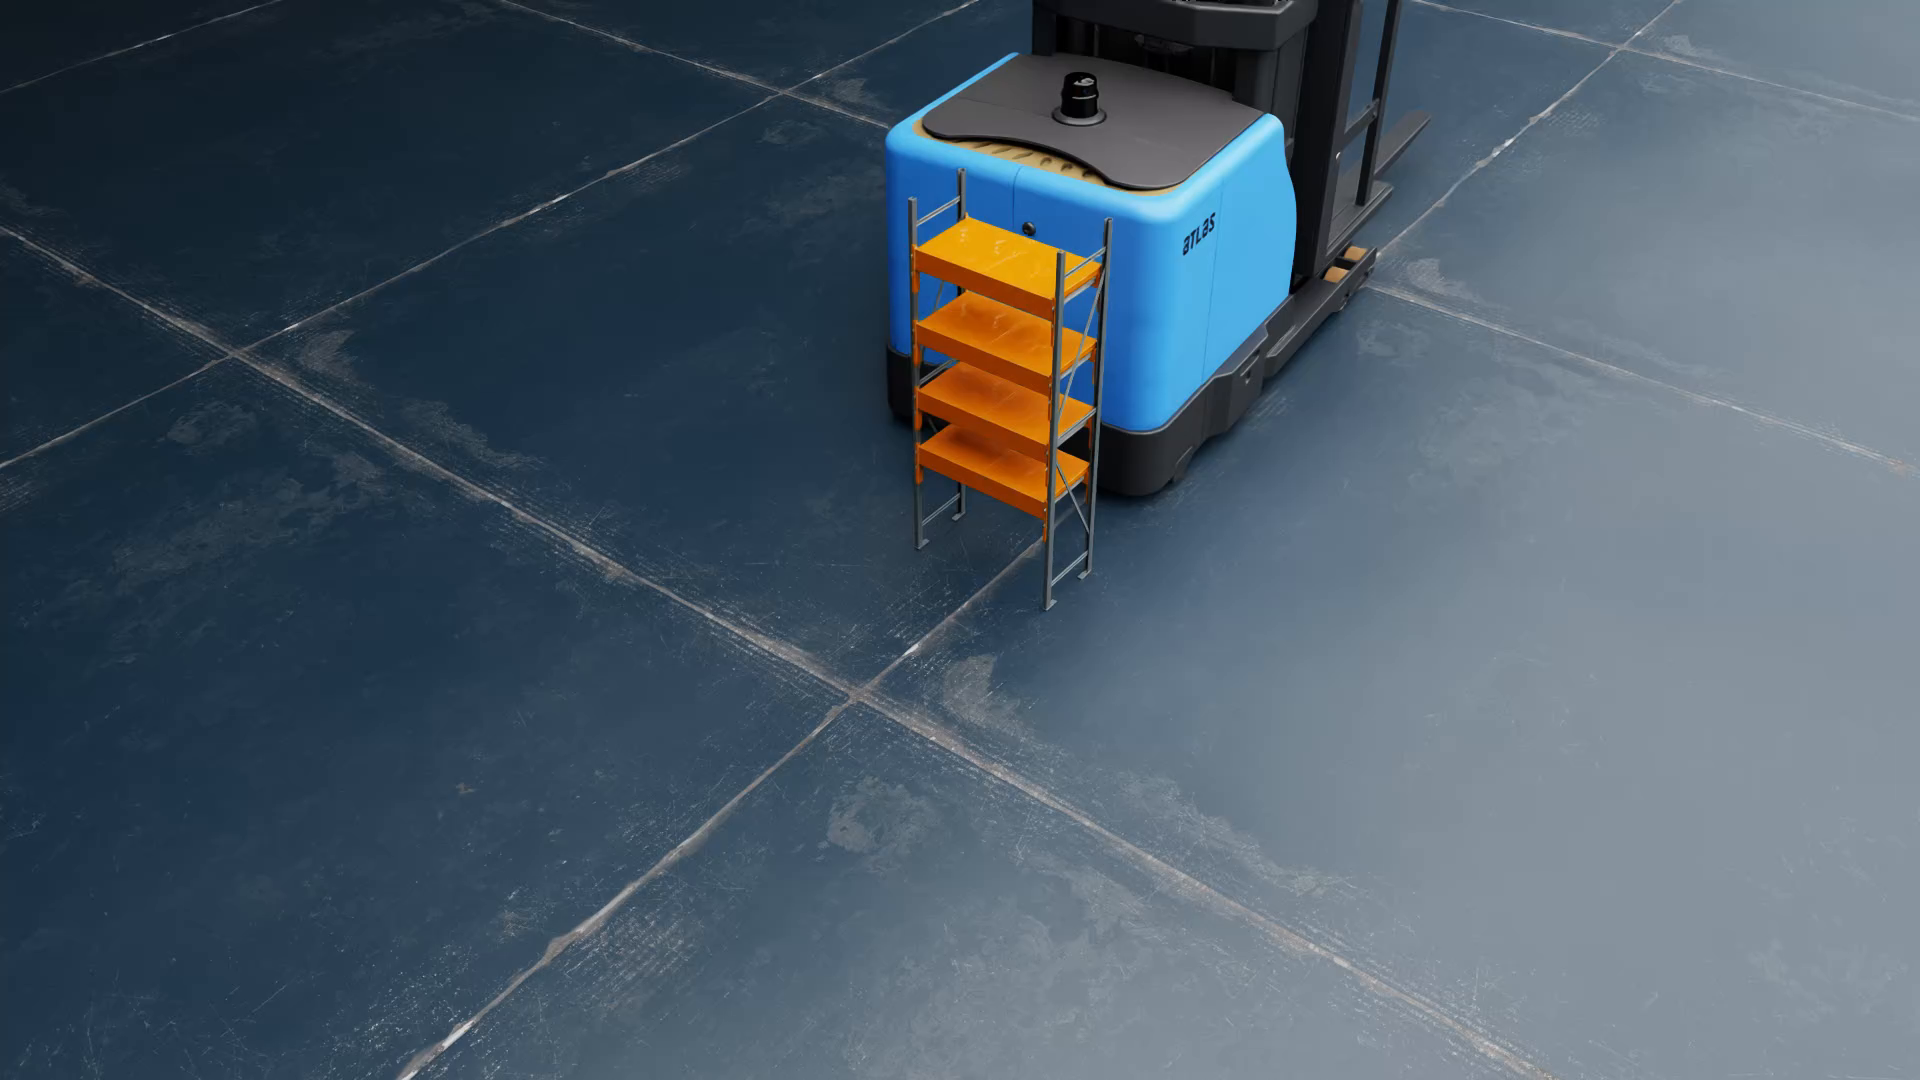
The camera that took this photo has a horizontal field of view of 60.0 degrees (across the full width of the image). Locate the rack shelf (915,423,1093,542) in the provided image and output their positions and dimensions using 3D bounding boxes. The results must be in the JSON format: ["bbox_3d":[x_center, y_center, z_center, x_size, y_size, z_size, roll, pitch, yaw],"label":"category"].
[{"bbox_3d":[0.131,-0.201,4.965,0.480,0.148,0.258,25,45,29],"label":"rack shelf"}]

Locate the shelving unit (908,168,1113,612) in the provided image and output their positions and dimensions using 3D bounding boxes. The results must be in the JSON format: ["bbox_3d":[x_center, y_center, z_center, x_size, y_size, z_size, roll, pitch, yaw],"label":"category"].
[{"bbox_3d":[0.131,-0.410,4.801,0.503,1.200,0.258,25,45,29],"label":"shelving unit"}]

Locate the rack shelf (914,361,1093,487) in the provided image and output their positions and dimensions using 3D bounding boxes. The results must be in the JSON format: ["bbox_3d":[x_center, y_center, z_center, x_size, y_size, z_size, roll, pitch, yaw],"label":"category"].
[{"bbox_3d":[0.131,-0.357,4.842,0.480,0.148,0.258,25,45,29],"label":"rack shelf"}]

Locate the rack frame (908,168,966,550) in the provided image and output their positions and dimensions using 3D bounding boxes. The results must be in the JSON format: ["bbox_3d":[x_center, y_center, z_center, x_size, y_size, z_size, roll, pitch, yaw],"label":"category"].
[{"bbox_3d":[-0.062,-0.502,4.918,0.015,1.200,0.240,25,45,29],"label":"rack frame"}]

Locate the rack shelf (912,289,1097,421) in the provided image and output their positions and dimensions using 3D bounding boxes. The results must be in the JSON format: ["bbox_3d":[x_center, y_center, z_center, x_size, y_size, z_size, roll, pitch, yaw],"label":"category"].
[{"bbox_3d":[0.131,-0.534,4.705,0.480,0.148,0.258,25,45,29],"label":"rack shelf"}]

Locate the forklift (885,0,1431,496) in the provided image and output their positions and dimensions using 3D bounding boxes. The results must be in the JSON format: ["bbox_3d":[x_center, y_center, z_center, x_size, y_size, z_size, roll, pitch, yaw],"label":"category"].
[{"bbox_3d":[0.966,-2.173,5.648,1.130,2.935,3.031,21,43,25],"label":"forklift"}]

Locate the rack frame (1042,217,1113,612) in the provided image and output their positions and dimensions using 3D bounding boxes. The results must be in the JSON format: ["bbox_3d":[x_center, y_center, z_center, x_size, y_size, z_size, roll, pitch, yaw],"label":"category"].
[{"bbox_3d":[0.325,-0.319,4.684,0.015,1.200,0.240,25,45,29],"label":"rack frame"}]

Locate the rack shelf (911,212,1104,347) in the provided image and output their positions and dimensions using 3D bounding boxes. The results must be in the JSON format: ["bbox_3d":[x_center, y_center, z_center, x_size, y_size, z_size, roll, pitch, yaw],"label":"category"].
[{"bbox_3d":[0.131,-0.720,4.559,0.480,0.148,0.258,25,45,29],"label":"rack shelf"}]
